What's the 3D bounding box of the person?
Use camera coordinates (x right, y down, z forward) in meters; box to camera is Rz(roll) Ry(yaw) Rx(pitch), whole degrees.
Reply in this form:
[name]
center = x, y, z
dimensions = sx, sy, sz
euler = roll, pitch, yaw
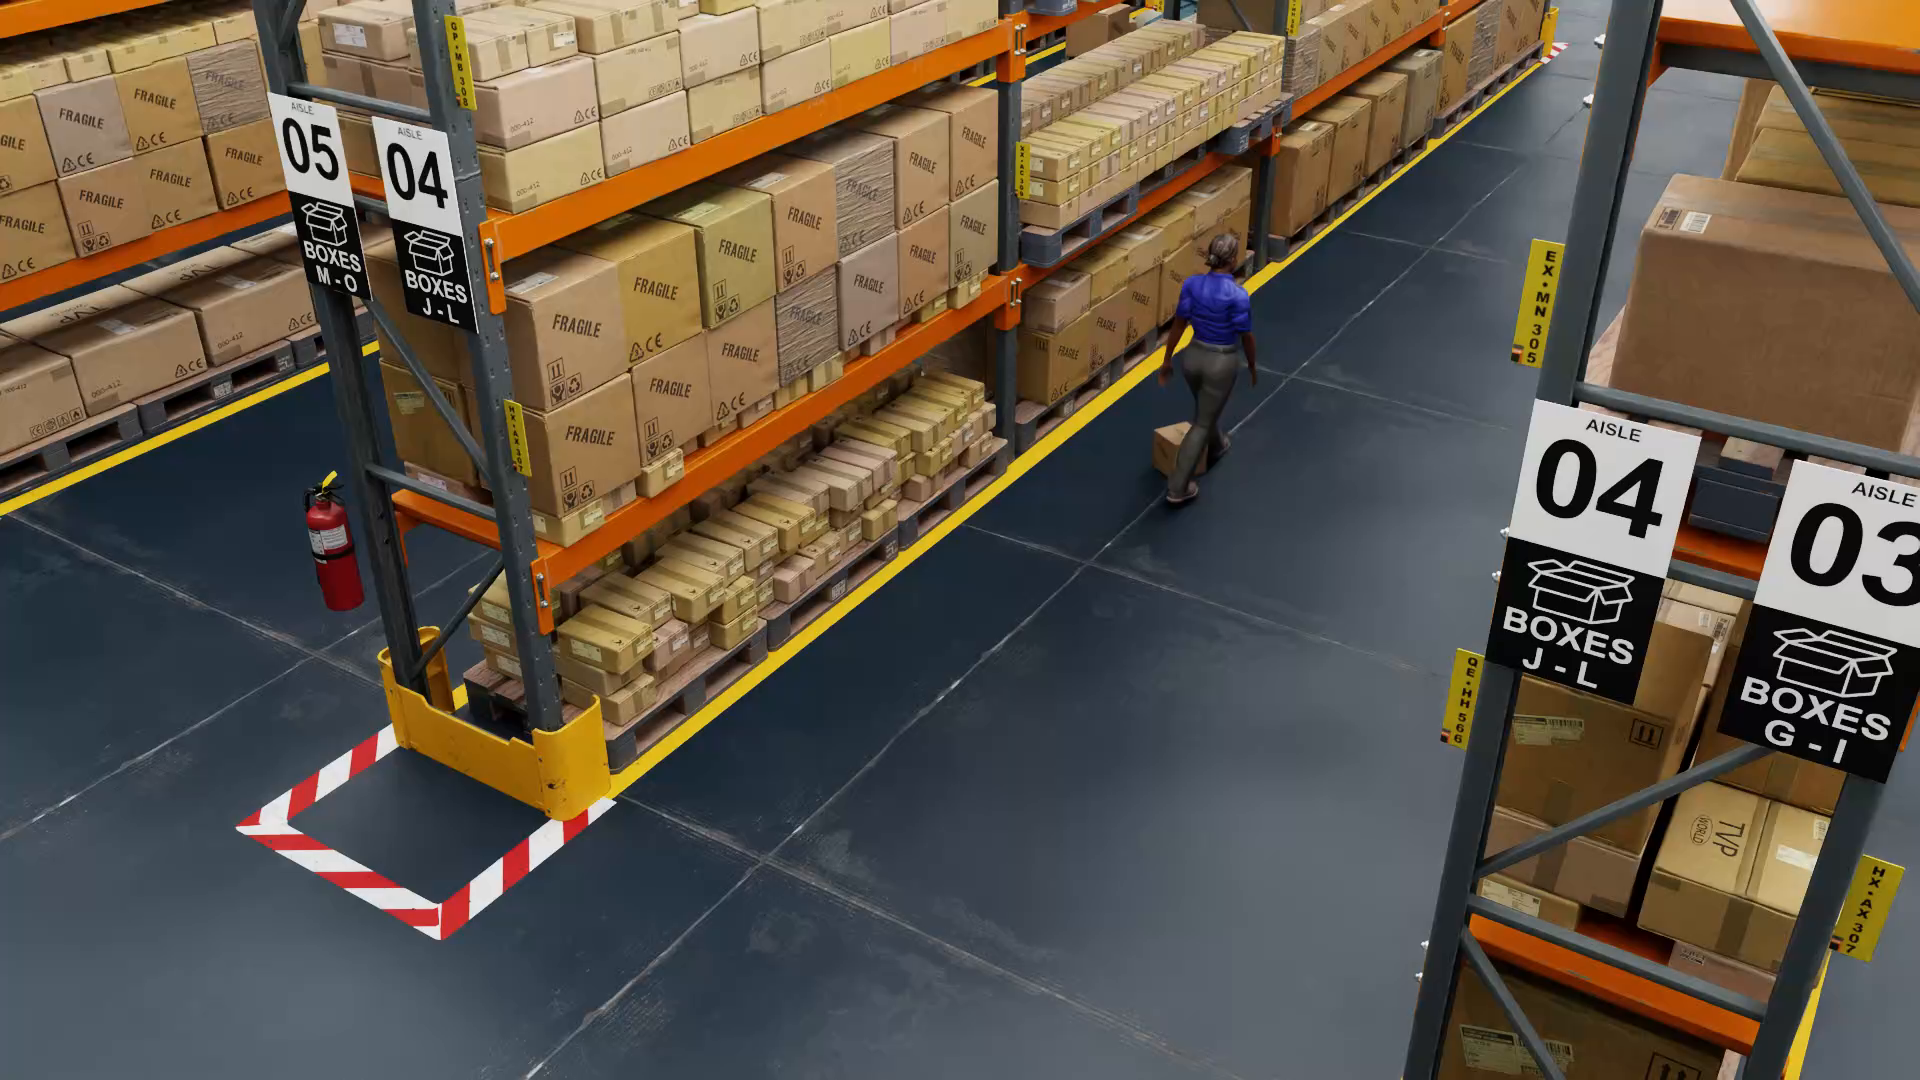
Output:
[person]
center = 1.546, -1.089, 10.005
dimensions = 0.510, 1.603, 0.952
euler = 23, 38, 34
